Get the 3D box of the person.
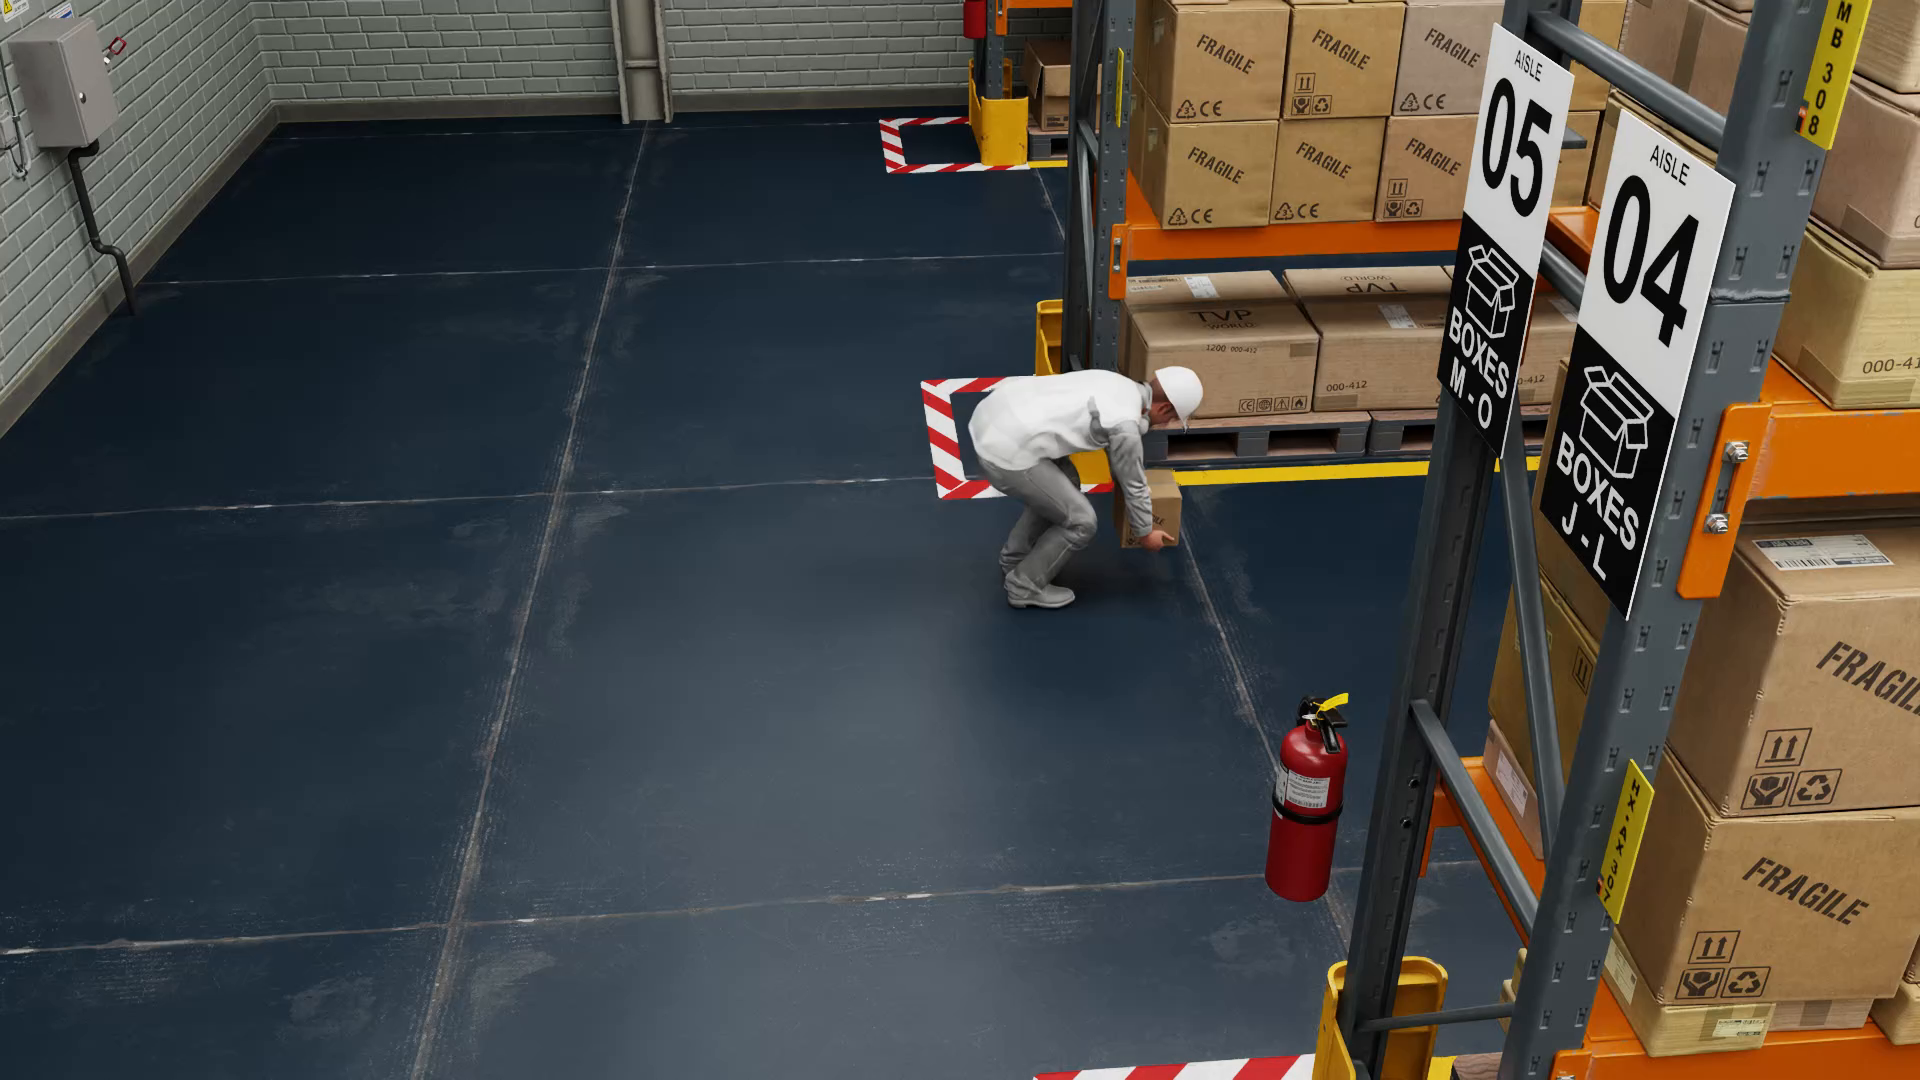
[{"bbox_3d":[0.540,-0.252,7.246,0.999,1.036,0.512,-4,31,-7],"label":"person"}]
